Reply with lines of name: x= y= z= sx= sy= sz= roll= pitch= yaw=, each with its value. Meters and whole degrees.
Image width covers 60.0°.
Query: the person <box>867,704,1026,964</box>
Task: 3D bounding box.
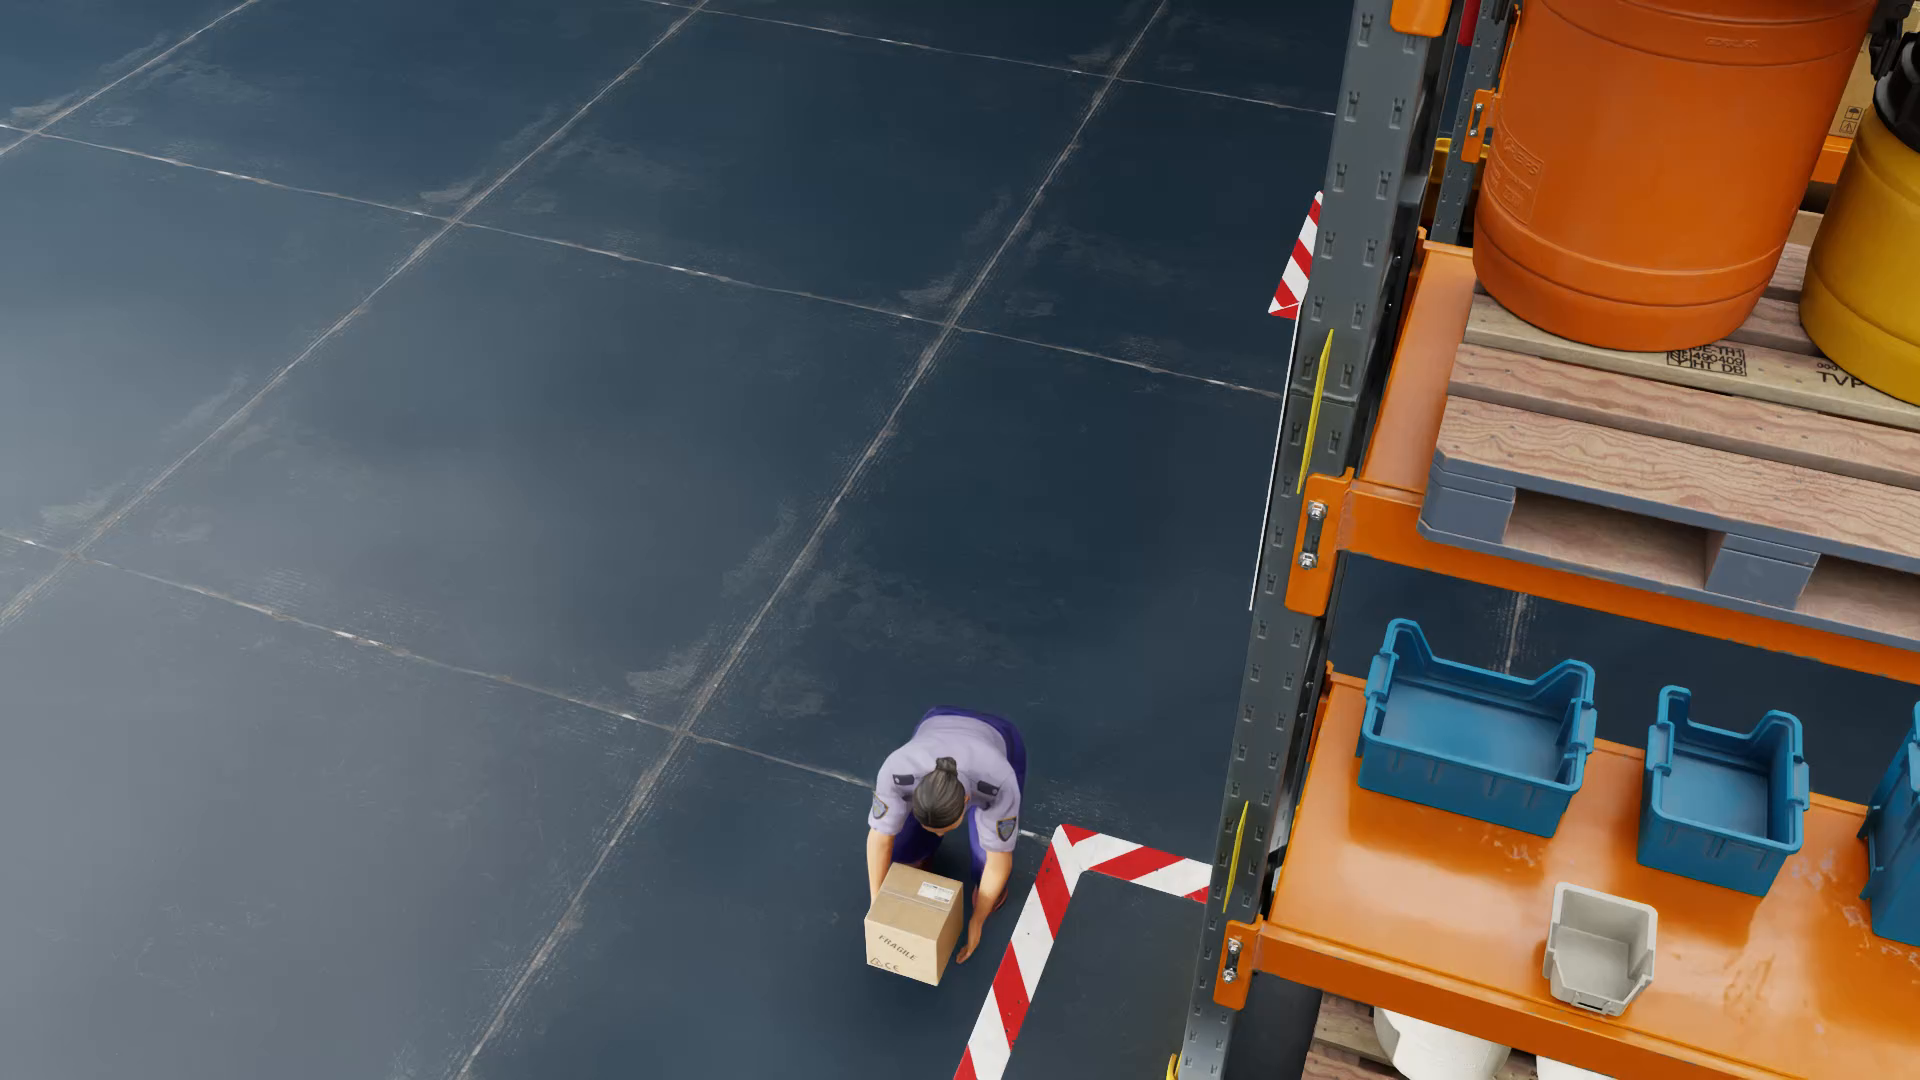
person: x=-0.024 y=0.923 z=5.654 sx=0.528 sy=0.966 sz=0.817 roll=11 pitch=43 yaw=12
